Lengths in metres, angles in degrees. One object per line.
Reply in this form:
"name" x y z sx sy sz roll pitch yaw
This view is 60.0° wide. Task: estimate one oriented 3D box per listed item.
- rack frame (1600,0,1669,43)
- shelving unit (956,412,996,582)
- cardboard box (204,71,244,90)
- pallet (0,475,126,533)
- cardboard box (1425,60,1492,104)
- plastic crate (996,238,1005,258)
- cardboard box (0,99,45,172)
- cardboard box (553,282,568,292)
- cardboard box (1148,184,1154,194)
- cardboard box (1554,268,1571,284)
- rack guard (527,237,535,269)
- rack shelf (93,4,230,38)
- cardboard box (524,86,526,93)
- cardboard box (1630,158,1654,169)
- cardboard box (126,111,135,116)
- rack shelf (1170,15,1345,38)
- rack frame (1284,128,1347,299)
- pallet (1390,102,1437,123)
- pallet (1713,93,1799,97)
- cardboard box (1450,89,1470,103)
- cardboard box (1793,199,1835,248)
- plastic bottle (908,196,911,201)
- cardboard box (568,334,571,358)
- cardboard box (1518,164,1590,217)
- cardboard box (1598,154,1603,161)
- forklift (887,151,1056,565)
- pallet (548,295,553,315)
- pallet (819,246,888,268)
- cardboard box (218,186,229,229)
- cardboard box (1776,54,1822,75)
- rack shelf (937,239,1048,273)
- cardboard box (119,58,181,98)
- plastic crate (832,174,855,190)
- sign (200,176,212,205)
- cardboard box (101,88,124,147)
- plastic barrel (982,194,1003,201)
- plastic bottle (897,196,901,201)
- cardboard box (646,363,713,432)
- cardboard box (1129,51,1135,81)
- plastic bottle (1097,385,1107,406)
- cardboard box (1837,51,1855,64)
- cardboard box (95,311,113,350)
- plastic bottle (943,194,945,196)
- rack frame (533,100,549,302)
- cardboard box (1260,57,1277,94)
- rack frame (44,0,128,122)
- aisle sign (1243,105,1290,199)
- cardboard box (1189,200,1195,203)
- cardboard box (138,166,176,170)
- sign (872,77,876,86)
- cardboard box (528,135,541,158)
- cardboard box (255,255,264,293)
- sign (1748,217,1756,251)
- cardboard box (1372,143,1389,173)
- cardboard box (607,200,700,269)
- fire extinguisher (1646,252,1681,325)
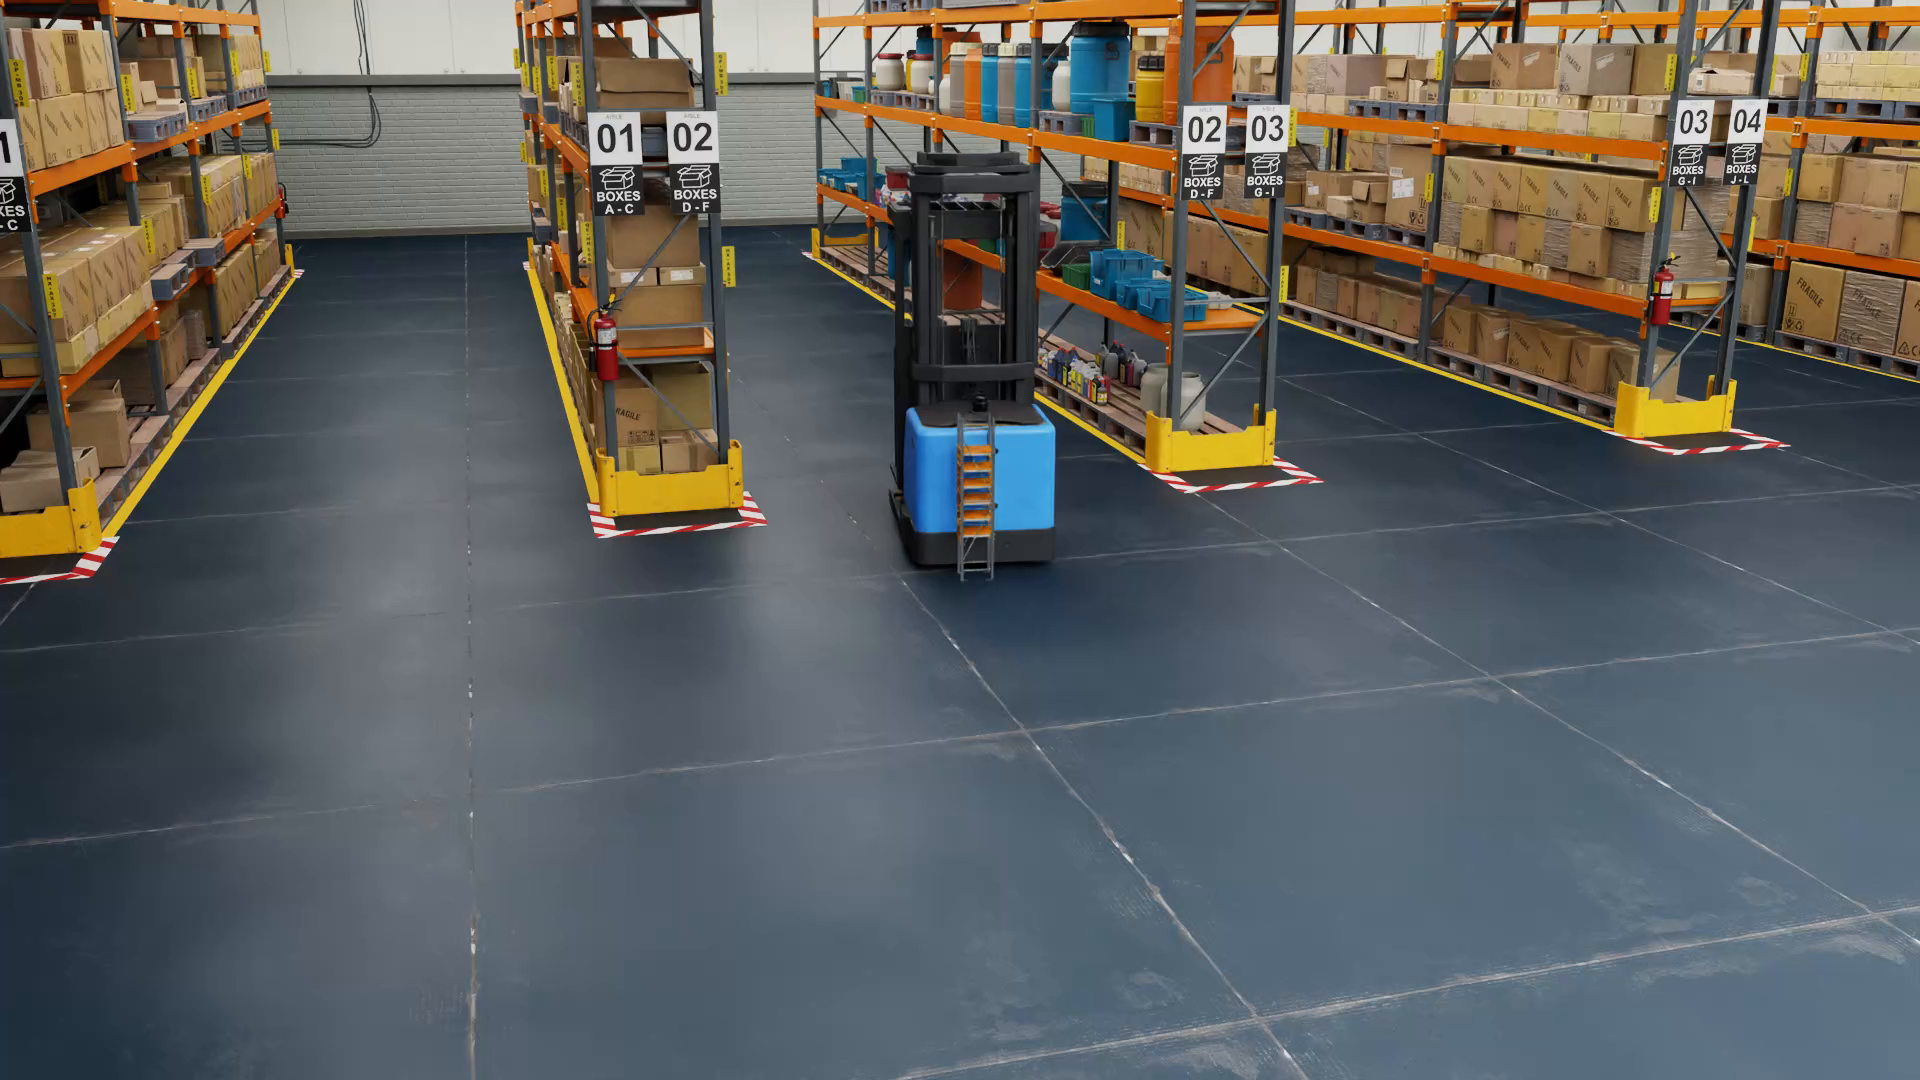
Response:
"rack frame" 9.714 -7.954 23.789 1.000 3.000 0.127 -5 17 -15
"shelving unit" 0.113 -0.306 11.883 0.258 1.200 0.189 -2 17 -7
"cardboard box" -10.407 -6.474 23.433 0.500 0.250 0.500 -5 17 -15
"pallet" -7.382 -0.242 13.390 1.003 0.211 1.213 -5 17 -15
"cardboard box" 5.982 -5.435 19.709 0.797 0.503 0.637 -6 18 -18
"plastic crate" 0.652 -3.491 19.389 0.392 0.384 0.575 -5 17 -15
"cardboard box" -7.024 -2.935 12.087 0.500 0.500 0.500 -4 17 -14
"cardboard box" -5.092 -3.188 21.932 0.500 0.500 0.500 -4 17 -13
"cardboard box" 3.348 -5.832 27.591 0.380 0.149 0.250 -4 17 -14
"cardboard box" 6.479 -2.790 17.464 0.380 0.149 0.250 -5 17 -15
"rack guard" -6.787 -4.929 28.492 1.175 0.500 0.348 -5 17 -15
"rack shelf" -9.920 -6.432 20.668 1.077 0.370 4.000 -5 17 -15
"cardboard box" -6.503 -6.935 25.870 0.500 0.250 0.500 -5 17 -15
"cardboard box" 9.968 -5.343 23.613 0.700 0.500 0.500 -5 17 -16
"cardboard box" -8.514 -4.358 16.458 0.500 0.311 0.500 -4 17 -14
"rack shelf" 4.367 -7.607 24.579 1.077 0.370 4.000 -5 17 -15
"rack frame" 4.917 -4.717 23.440 1.000 3.000 0.127 -5 17 -15
"pallet" 5.949 -5.136 19.948 1.213 0.211 1.003 -5 17 -15
"pallet" 13.646 -7.702 28.496 0.805 0.209 1.217 -5 18 -17
"cardboard box" 5.809 -5.052 18.909 0.380 0.149 0.250 -5 17 -17
"cardboard box" 10.926 -3.945 20.611 0.875 0.550 0.550 -5 17 -15
"plastic bottle" -0.684 -4.743 23.613 0.144 0.351 0.185 -5 17 -15
"cardboard box" -3.897 -2.070 17.704 0.500 0.311 0.500 -5 17 -15
"cardboard box" 6.319 -3.721 17.696 0.500 0.500 0.500 -5 17 -15
"cardboard box" 12.391 -7.325 31.951 0.500 0.500 0.500 -5 17 -16
"forklift" 0.010 -1.601 13.187 1.130 2.935 3.031 -2 17 -7
"pallet" -5.448 -3.483 24.181 1.003 0.211 1.213 -5 17 -15
"pallet" -1.854 -4.971 29.135 1.003 0.211 1.213 -5 17 -15
"cardboard box" -9.529 -4.179 20.925 0.500 0.500 0.500 -5 17 -16
"cardboard box" 13.682 -7.650 27.088 0.500 0.500 0.500 -5 17 -15
"rack shelf" 0.704 -3.427 20.398 1.077 0.370 4.000 -5 17 -15
"cardboard box" -9.755 -5.509 19.925 0.700 0.500 0.500 -6 18 -18
"plastic crate" -1.931 -6.028 27.992 0.416 0.233 0.300 -5 17 -15
"sign" -8.852 -4.104 19.525 0.100 0.325 0.005 -5 17 -15
"cardboard box" -7.894 -3.809 14.994 0.500 0.500 0.500 -4 17 -14
"plastic barrel" 0.574 -4.286 21.769 0.600 0.536 0.708 -5 17 -15
"plastic bottle" -0.860 -4.857 24.131 0.097 0.271 0.097 0 17 0
"cardboard box" -2.483 -1.269 14.709 0.500 0.500 0.500 -5 17 -15
"cardboard box" 3.140 -8.219 28.808 0.700 0.500 0.500 -6 18 -19
"plastic bottle" 1.427 -1.456 16.685 0.097 0.201 0.097 0 17 0
"cardboard box" 10.658 -5.723 19.724 0.380 0.149 0.250 -5 17 -16
"cardboard box" -7.292 -1.711 13.659 0.500 0.250 0.500 -5 17 -16
"plastic bottle" -0.249 -5.011 24.635 0.152 0.276 0.135 -5 17 -15
"rack frame" -5.708 -5.041 24.519 1.000 3.000 0.127 -5 17 -15
"cardboard box" 4.680 -6.567 23.476 0.797 0.503 0.637 -4 17 -12
"rack frame" -8.272 -5.308 14.982 1.000 3.000 0.127 -5 17 -15
"aisle sign" 2.655 -3.360 14.406 0.394 0.787 0.004 -5 17 -15
"cardboard box" 3.843 -5.585 26.157 0.500 0.500 0.500 -5 17 -15
"cardboard box" -10.022 -4.491 20.661 0.500 0.250 0.500 -5 17 -17
"sign" -1.519 -7.972 29.246 0.100 0.325 0.005 -5 17 -15
"cardboard box" -6.515 -6.107 26.158 0.500 0.500 0.500 -5 17 -16
"cardboard box" -10.577 -3.867 24.227 0.700 0.500 0.500 -4 17 -15
"sign" 7.637 -2.961 16.091 0.100 0.325 0.005 -5 17 -15
"cardboard box" 7.813 -6.915 30.067 0.500 0.500 0.500 -5 17 -17
"cardboard box" -2.541 -2.536 13.750 0.700 0.500 0.500 -5 17 -15
"fire extinguisher" 6.704 -2.399 15.857 0.296 0.674 0.183 -5 17 -15
